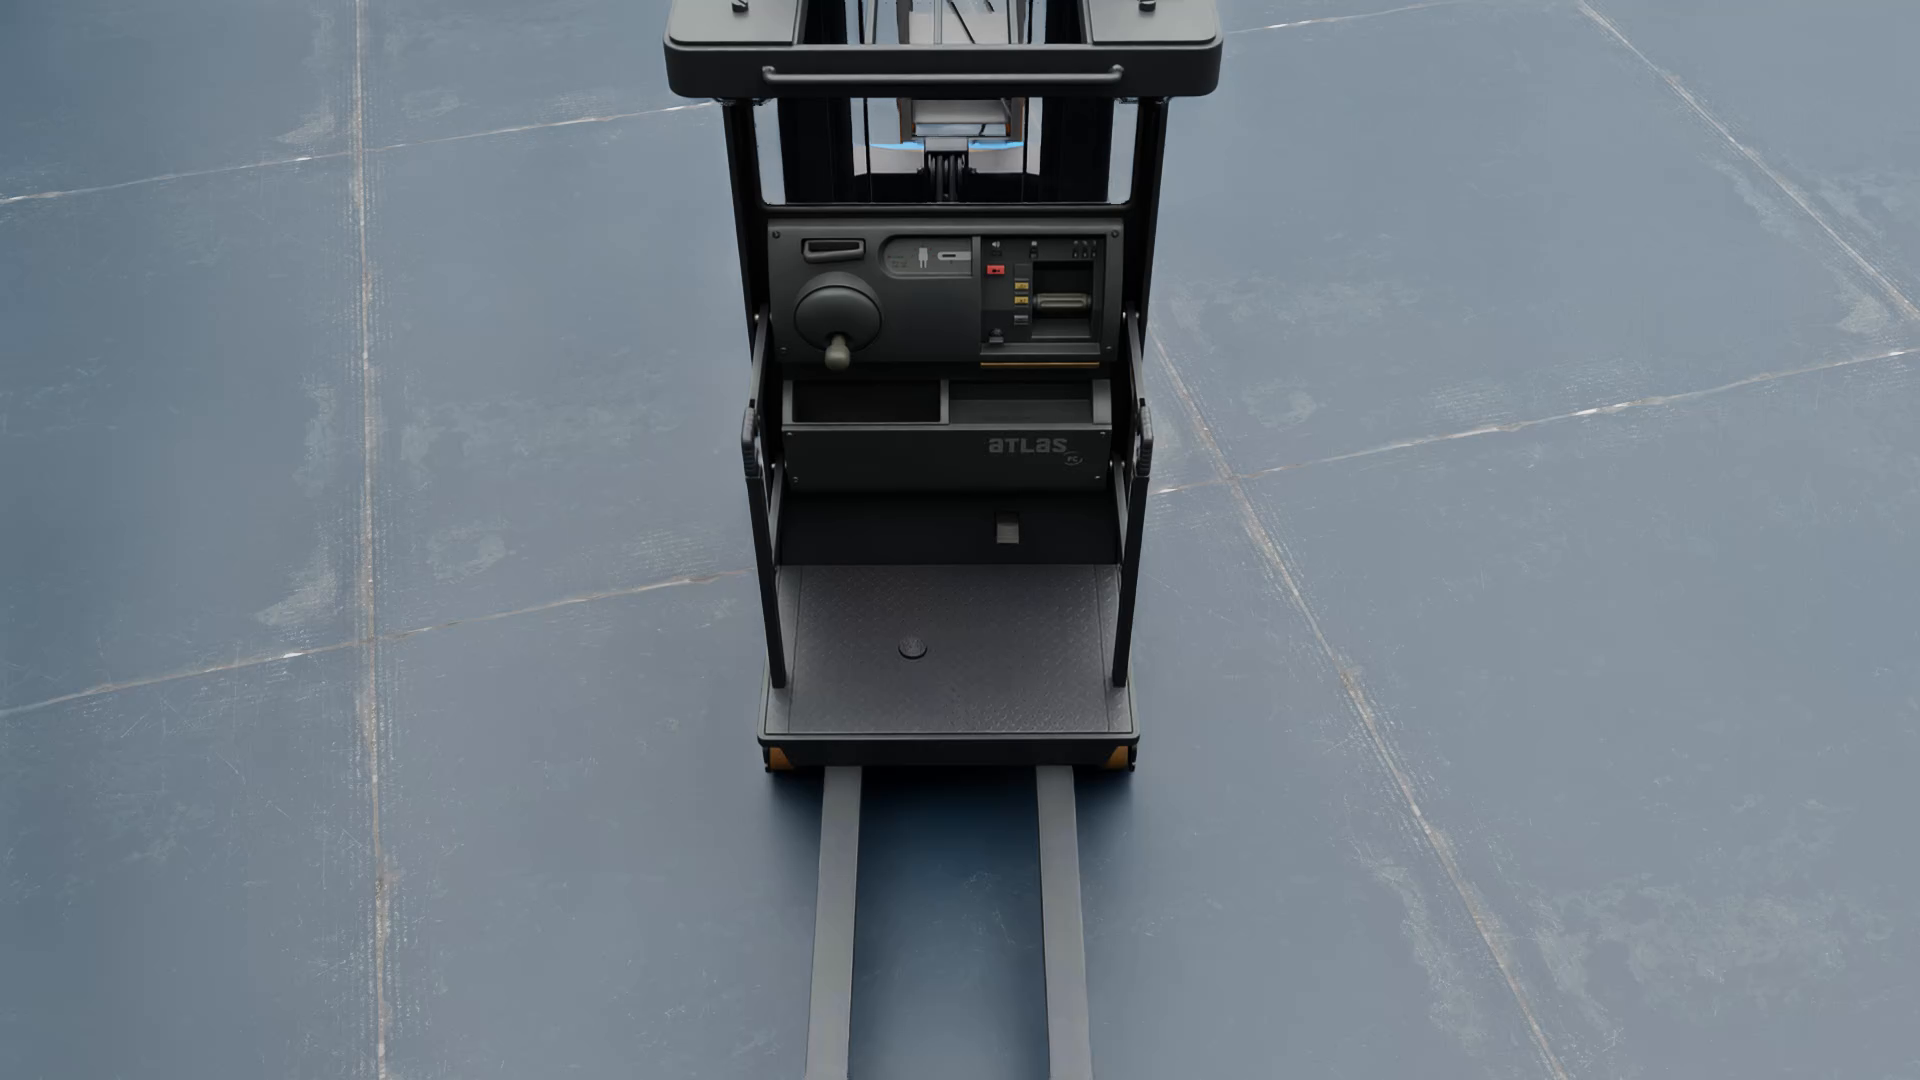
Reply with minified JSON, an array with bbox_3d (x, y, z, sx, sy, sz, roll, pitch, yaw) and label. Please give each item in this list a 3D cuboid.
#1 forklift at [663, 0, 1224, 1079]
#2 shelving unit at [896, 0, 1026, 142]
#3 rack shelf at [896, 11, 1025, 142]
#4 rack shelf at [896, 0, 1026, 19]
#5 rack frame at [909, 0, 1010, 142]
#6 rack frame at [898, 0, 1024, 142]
[{"bbox_3d":[-0.034,-0.554,4.240,1.130,2.935,3.031,0,46,0],"label":"forklift"},{"bbox_3d":[0.003,-1.533,5.781,0.431,2.100,0.503,0,45,0],"label":"shelving unit"},{"bbox_3d":[0.003,-1.523,5.791,0.431,0.518,0.480,0,45,0],"label":"rack shelf"},{"bbox_3d":[0.003,-2.015,5.292,0.431,0.518,0.480,0,45,0],"label":"rack shelf"},{"bbox_3d":[0.002,-1.707,5.952,0.400,2.100,0.015,0,45,0],"label":"rack frame"},{"bbox_3d":[0.003,-1.359,5.610,0.400,2.100,0.015,0,45,0],"label":"rack frame"}]
